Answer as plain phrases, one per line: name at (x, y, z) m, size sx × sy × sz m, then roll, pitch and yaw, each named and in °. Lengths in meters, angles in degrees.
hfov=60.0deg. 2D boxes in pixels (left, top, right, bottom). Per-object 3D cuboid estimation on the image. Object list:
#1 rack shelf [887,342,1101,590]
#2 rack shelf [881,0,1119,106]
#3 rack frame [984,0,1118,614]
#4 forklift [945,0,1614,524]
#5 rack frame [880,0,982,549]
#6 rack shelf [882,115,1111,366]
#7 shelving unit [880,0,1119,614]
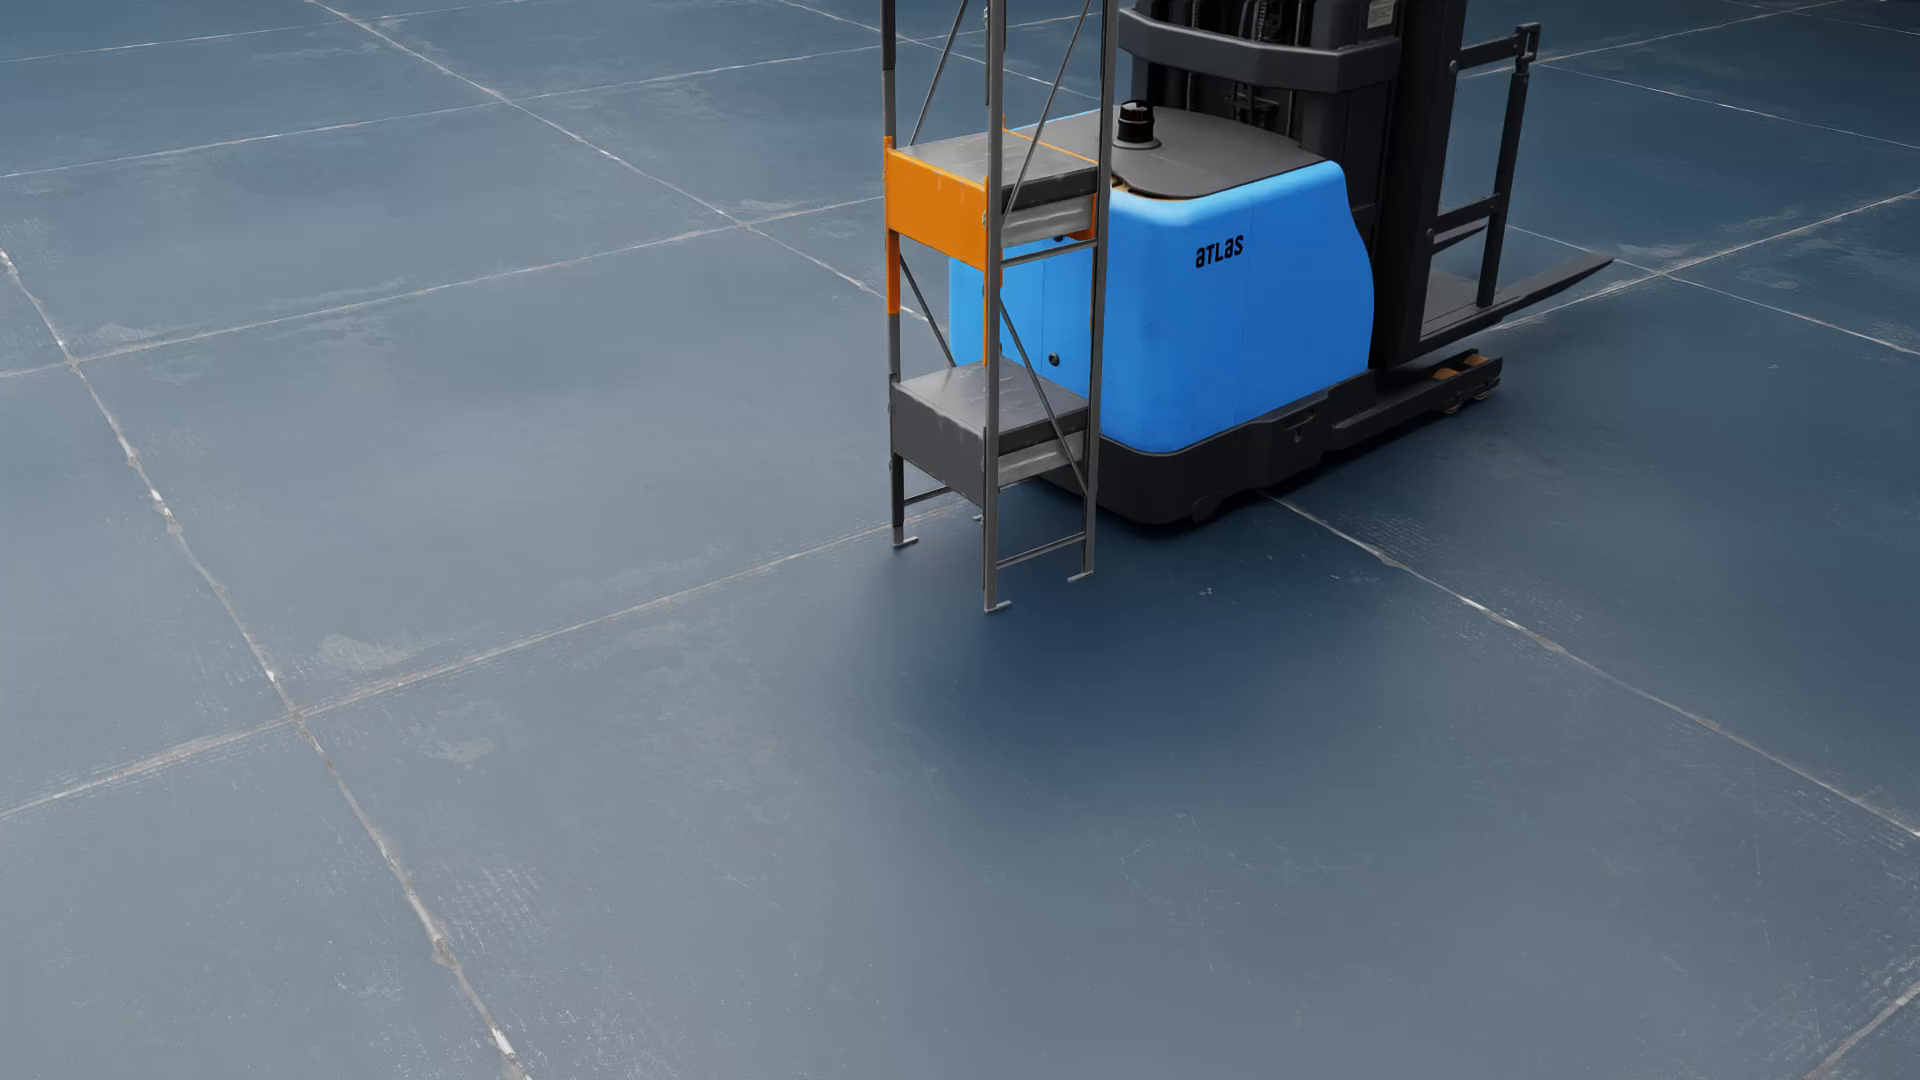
rack shelf at (0.096, -0.231, 4.971) m, size 0.431 × 0.518 × 0.480 m, roll -19°, pitch 34°, yaw -31°
rack shelf at (0.096, -1.461, 4.303) m, size 0.431 × 0.518 × 0.480 m, roll -19°, pitch 34°, yaw -31°
rack frame at (0.238, -0.763, 4.456) m, size 0.400 × 2.100 × 0.015 m, roll -19°, pitch 34°, yaw -31°
forklift at (1.387, -1.918, 5.710) m, size 3.031 × 2.935 × 1.130 m, roll -23°, pitch 36°, yaw -36°
rack frame at (-0.046, -0.953, 4.805) m, size 0.400 × 2.100 × 0.015 m, roll -19°, pitch 34°, yaw -31°
rack shelf at (0.096, -0.846, 4.637) m, size 0.431 × 0.518 × 0.480 m, roll -19°, pitch 34°, yaw -31°
shelving unit at (0.096, -0.858, 4.630) m, size 0.431 × 2.100 × 0.503 m, roll -19°, pitch 34°, yaw -31°
